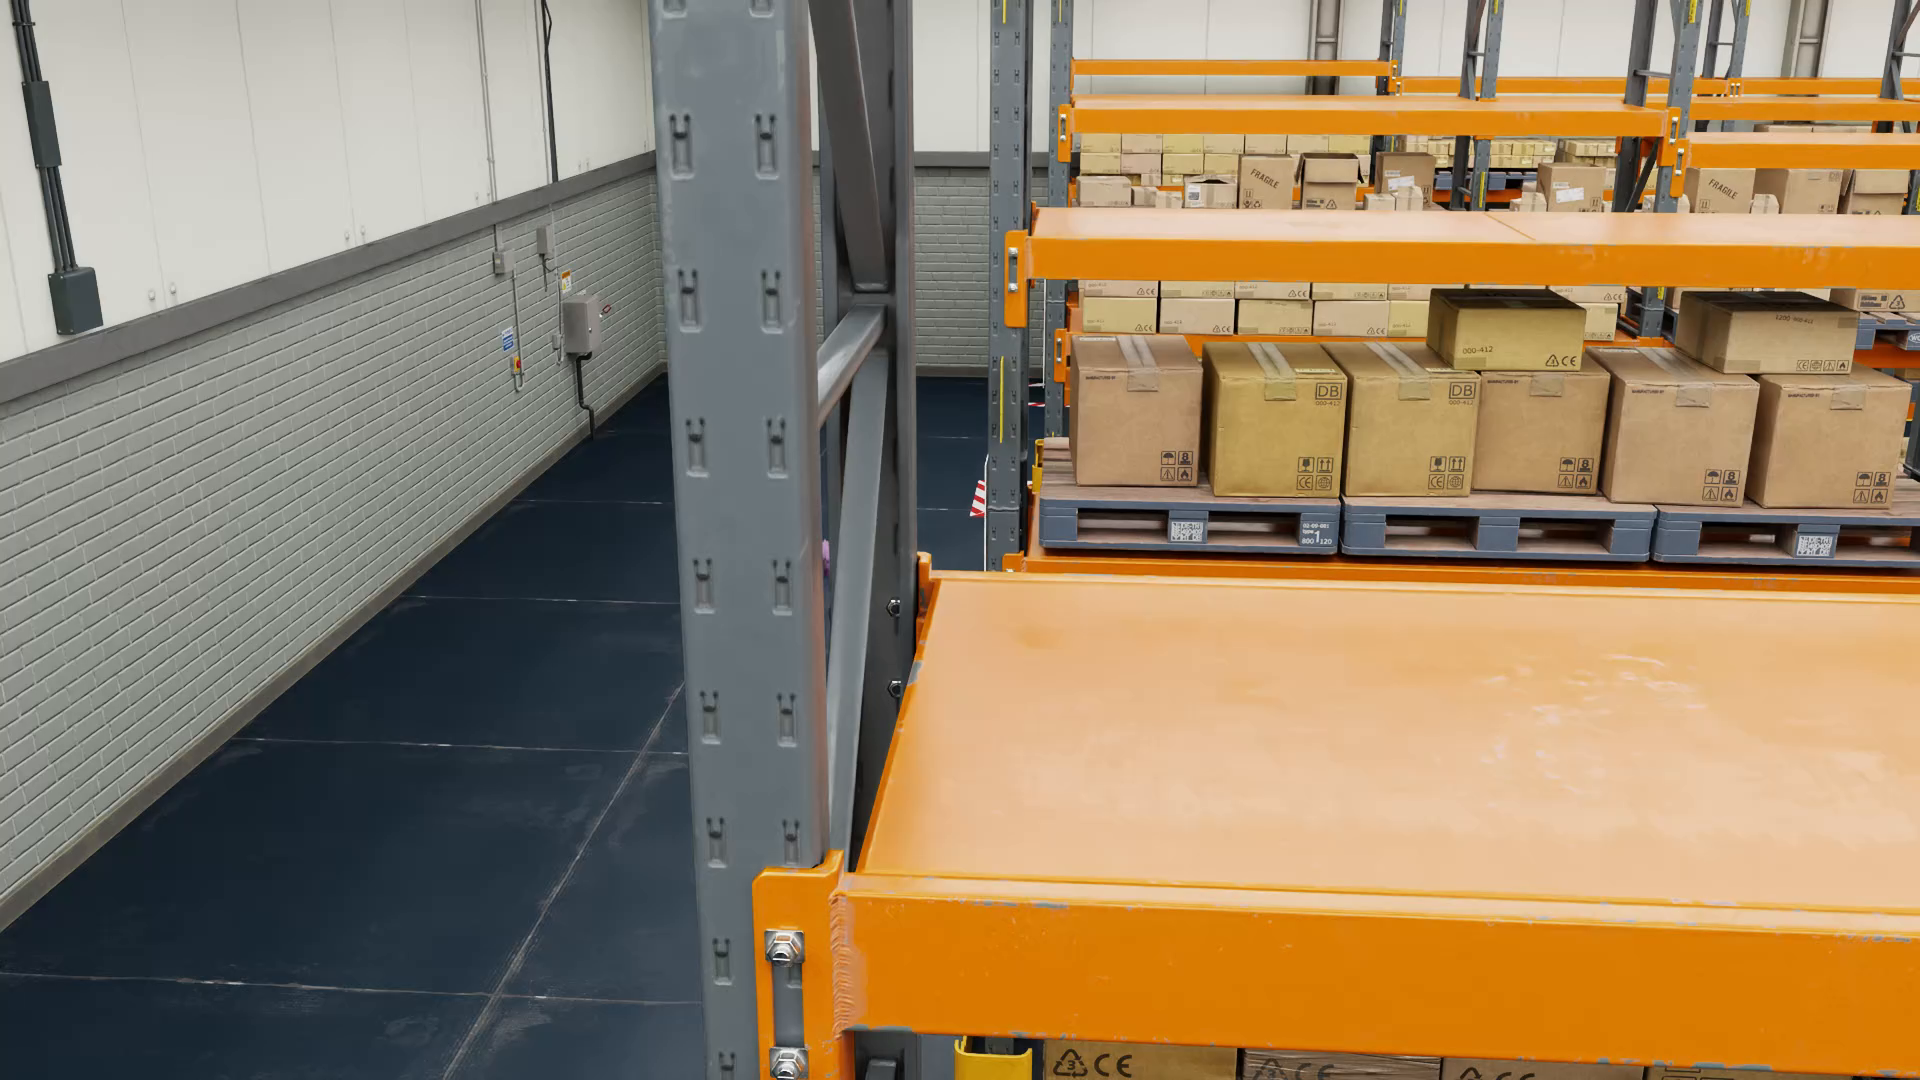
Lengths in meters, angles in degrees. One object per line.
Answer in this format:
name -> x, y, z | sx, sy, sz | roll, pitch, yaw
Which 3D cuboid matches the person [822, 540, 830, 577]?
person -> -1.036, 0.475, 13.066 | 0.871, 1.001, 0.390 | 1, 18, 2
